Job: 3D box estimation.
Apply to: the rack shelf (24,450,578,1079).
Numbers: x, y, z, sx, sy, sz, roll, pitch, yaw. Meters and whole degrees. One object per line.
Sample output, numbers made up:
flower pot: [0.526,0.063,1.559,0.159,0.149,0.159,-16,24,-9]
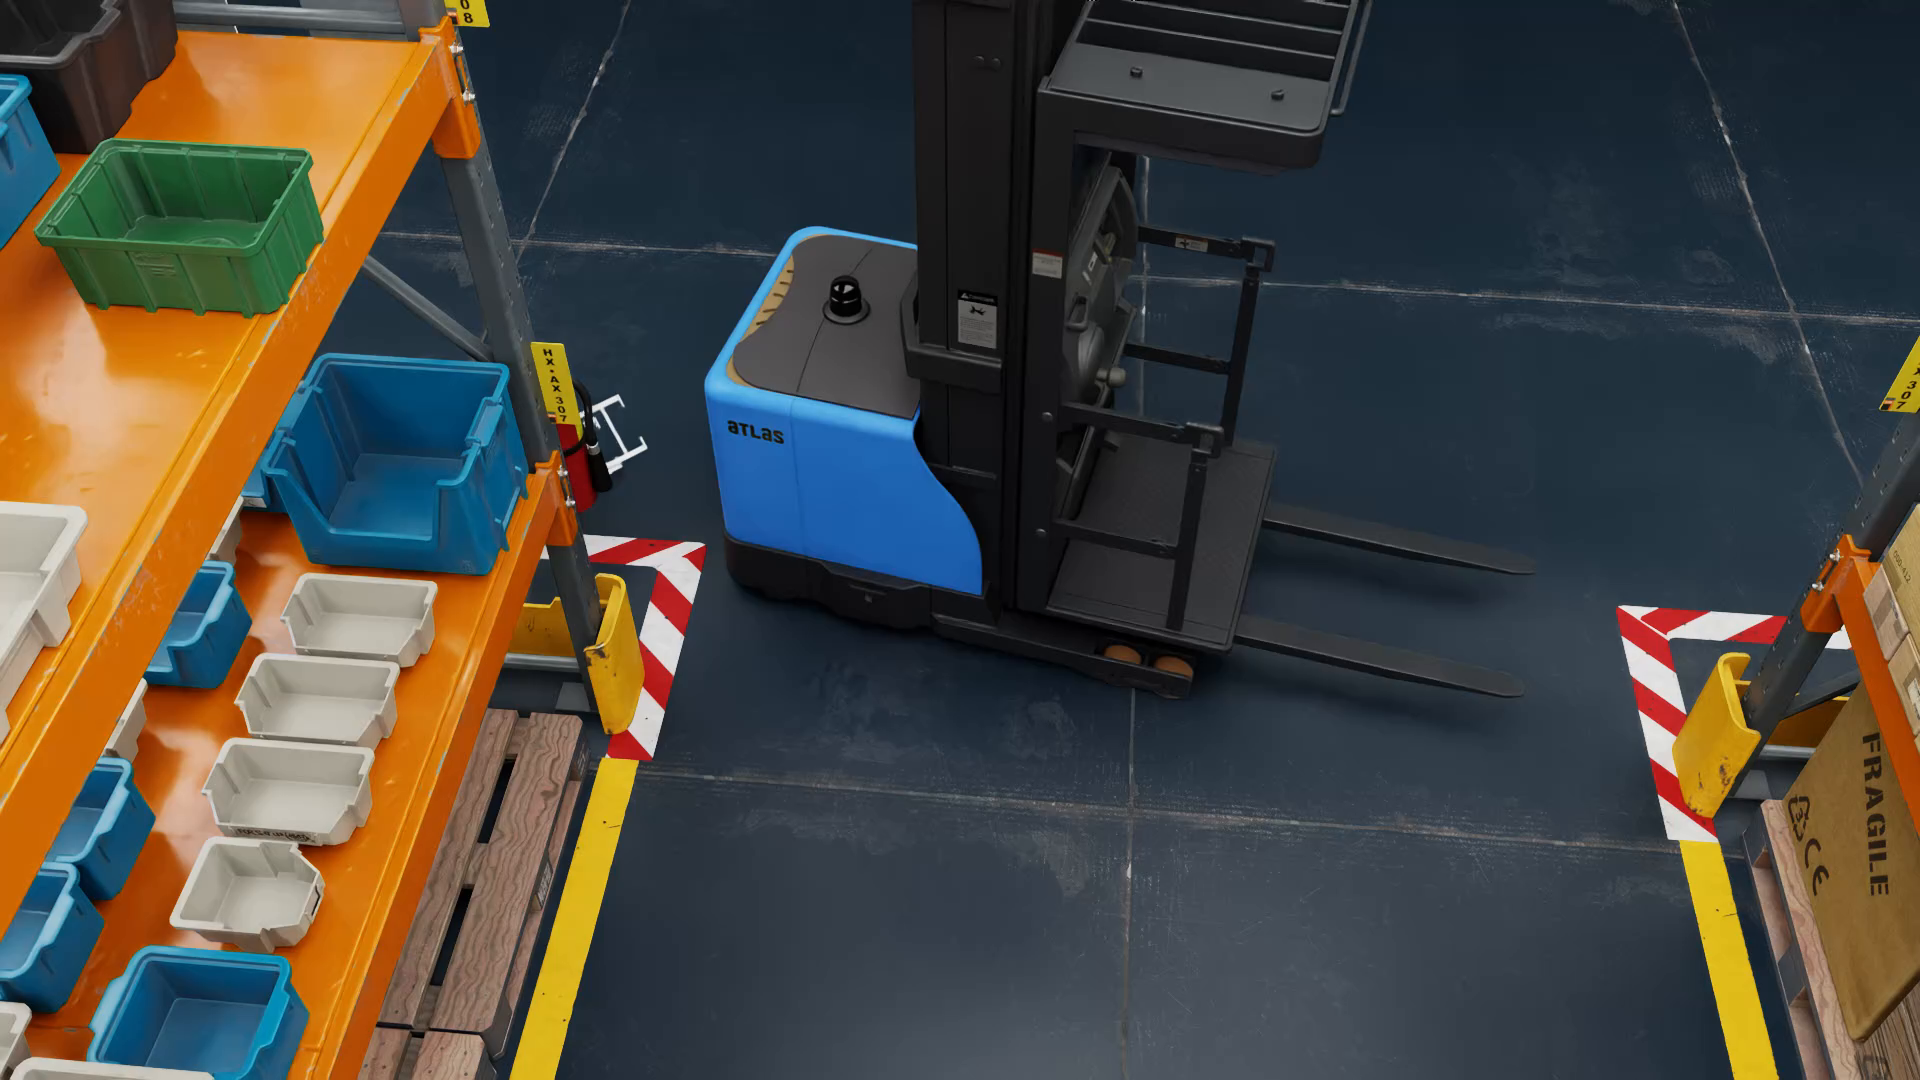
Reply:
rack shelf: [-1.954,1.271,4.042,1.077,0.370,4.000,4,48,4]

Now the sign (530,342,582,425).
sign: [-1.223,-0.471,5.038,0.100,0.325,0.005,4,48,4]

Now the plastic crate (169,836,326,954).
plastic crate: [-1.716,0.876,4.054,0.298,0.136,0.250,4,48,4]

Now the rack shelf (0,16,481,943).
rack shelf: [-1.954,0.259,2.935,1.077,0.370,4.000,4,48,4]

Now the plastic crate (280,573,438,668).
plastic crate: [-1.666,0.239,4.637,0.396,0.136,0.243,4,48,4]

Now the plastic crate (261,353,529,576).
plastic crate: [-1.616,-0.215,4.849,0.616,0.435,0.499,4,48,4]

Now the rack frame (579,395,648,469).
rack frame: [-1.760,-0.186,6.288,1.200,0.015,0.240,-30,96,-23]

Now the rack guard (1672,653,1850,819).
rack guard: [3.163,0.718,5.755,1.175,0.500,0.348,4,48,4]

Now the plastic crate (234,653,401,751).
plastic crate: [-1.707,0.451,4.443,0.396,0.136,0.243,4,48,4]

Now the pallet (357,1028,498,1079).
pallet: [-2.000,1.997,4.780,1.003,0.211,1.213,4,48,4]

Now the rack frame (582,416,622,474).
rack frame: [-1.951,-0.133,6.734,1.200,0.015,0.240,-30,96,-23]

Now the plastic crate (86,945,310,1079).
plastic crate: [-1.704,1.121,3.765,0.416,0.233,0.300,4,48,4]

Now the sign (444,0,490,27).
sign: [-1.223,-1.393,4.030,0.100,0.325,0.005,4,48,4]

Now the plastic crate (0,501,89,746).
plastic crate: [-1.713,0.170,2.707,0.437,0.136,0.530,4,48,4]

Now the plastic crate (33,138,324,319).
plastic crate: [-1.578,-0.638,3.412,0.450,0.188,0.336,4,48,4]

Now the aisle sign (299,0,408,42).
aisle sign: [-1.474,-1.352,4.192,0.394,0.787,0.004,4,48,4]

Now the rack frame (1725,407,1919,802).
rack frame: [3.160,-0.108,4.816,1.000,3.000,0.127,4,48,4]

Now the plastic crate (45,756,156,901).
plastic crate: [-2.242,0.722,4.130,0.416,0.233,0.300,4,48,4]

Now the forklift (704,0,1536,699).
forklift: [0.659,-0.838,5.530,3.031,2.935,1.130,12,49,11]

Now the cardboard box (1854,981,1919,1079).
cardboard box: [3.099,1.611,4.399,0.875,0.875,0.875,4,48,4]

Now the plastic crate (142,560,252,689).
plastic crate: [-2.182,0.238,4.573,0.416,0.233,0.300,4,48,4]

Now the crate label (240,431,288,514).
crate label: [-2.122,-0.246,5.015,0.416,0.233,0.303,4,48,4]

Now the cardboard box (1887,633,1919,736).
cardboard box: [2.777,0.404,4.518,0.380,0.149,0.250,3,48,3]

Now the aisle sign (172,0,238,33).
aisle sign: [-2.061,-1.392,4.228,0.394,0.787,0.004,4,48,4]

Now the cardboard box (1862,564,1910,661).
cardboard box: [2.799,0.215,4.691,0.380,0.149,0.250,4,48,4]

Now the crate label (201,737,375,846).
crate label: [-1.708,0.657,4.254,0.396,0.136,0.243,4,48,4]

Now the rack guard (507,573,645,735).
rack guard: [-1.783,0.384,6.060,1.175,0.500,0.348,4,48,4]

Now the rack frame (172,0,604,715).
rack frame: [-1.772,-0.441,5.121,1.000,3.000,0.127,4,48,4]

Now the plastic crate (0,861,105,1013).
plastic crate: [-2.270,0.942,3.928,0.416,0.233,0.300,4,48,4]

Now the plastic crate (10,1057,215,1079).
plastic crate: [-1.814,1.408,3.469,0.437,0.282,0.530,4,48,4]

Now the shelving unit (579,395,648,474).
shelving unit: [-1.856,-0.159,6.511,1.200,0.503,0.258,-30,96,-23]

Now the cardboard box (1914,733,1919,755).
cardboard box: [2.754,0.592,4.346,0.380,0.149,0.250,3,48,3]

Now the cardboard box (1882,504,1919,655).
cardboard box: [2.848,0.176,4.456,0.500,0.250,0.500,3,48,2]

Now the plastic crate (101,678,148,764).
plastic crate: [-2.296,0.515,4.384,0.250,0.136,0.298,4,48,4]

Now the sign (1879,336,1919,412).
sign: [2.608,-0.469,4.506,0.100,0.325,0.005,4,48,4]

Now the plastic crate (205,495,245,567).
plastic crate: [-2.234,0.017,4.840,0.250,0.136,0.298,4,48,4]

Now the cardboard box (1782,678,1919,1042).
cardboard box: [3.182,0.943,5.010,0.875,0.875,0.875,4,48,4]

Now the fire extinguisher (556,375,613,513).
fire extinguisher: [-1.306,-0.370,5.361,0.296,0.674,0.183,4,48,4]

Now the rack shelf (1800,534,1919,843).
rack shelf: [2.978,1.604,3.738,1.077,0.370,4.000,4,48,4]

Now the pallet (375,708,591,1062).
pallet: [-1.886,1.103,5.598,1.003,0.211,1.213,4,48,4]

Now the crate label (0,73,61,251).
crate label: [-2.178,-0.747,3.469,0.408,0.251,0.502,4,48,4]

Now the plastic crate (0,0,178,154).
plastic crate: [-2.085,-1.146,3.821,0.497,0.269,0.590,4,48,4]

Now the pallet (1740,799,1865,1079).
pallet: [3.165,1.426,5.303,1.003,0.211,1.213,4,48,4]

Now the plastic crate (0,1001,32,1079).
plastic crate: [-2.277,1.267,3.697,0.293,0.136,0.466,4,48,4]
